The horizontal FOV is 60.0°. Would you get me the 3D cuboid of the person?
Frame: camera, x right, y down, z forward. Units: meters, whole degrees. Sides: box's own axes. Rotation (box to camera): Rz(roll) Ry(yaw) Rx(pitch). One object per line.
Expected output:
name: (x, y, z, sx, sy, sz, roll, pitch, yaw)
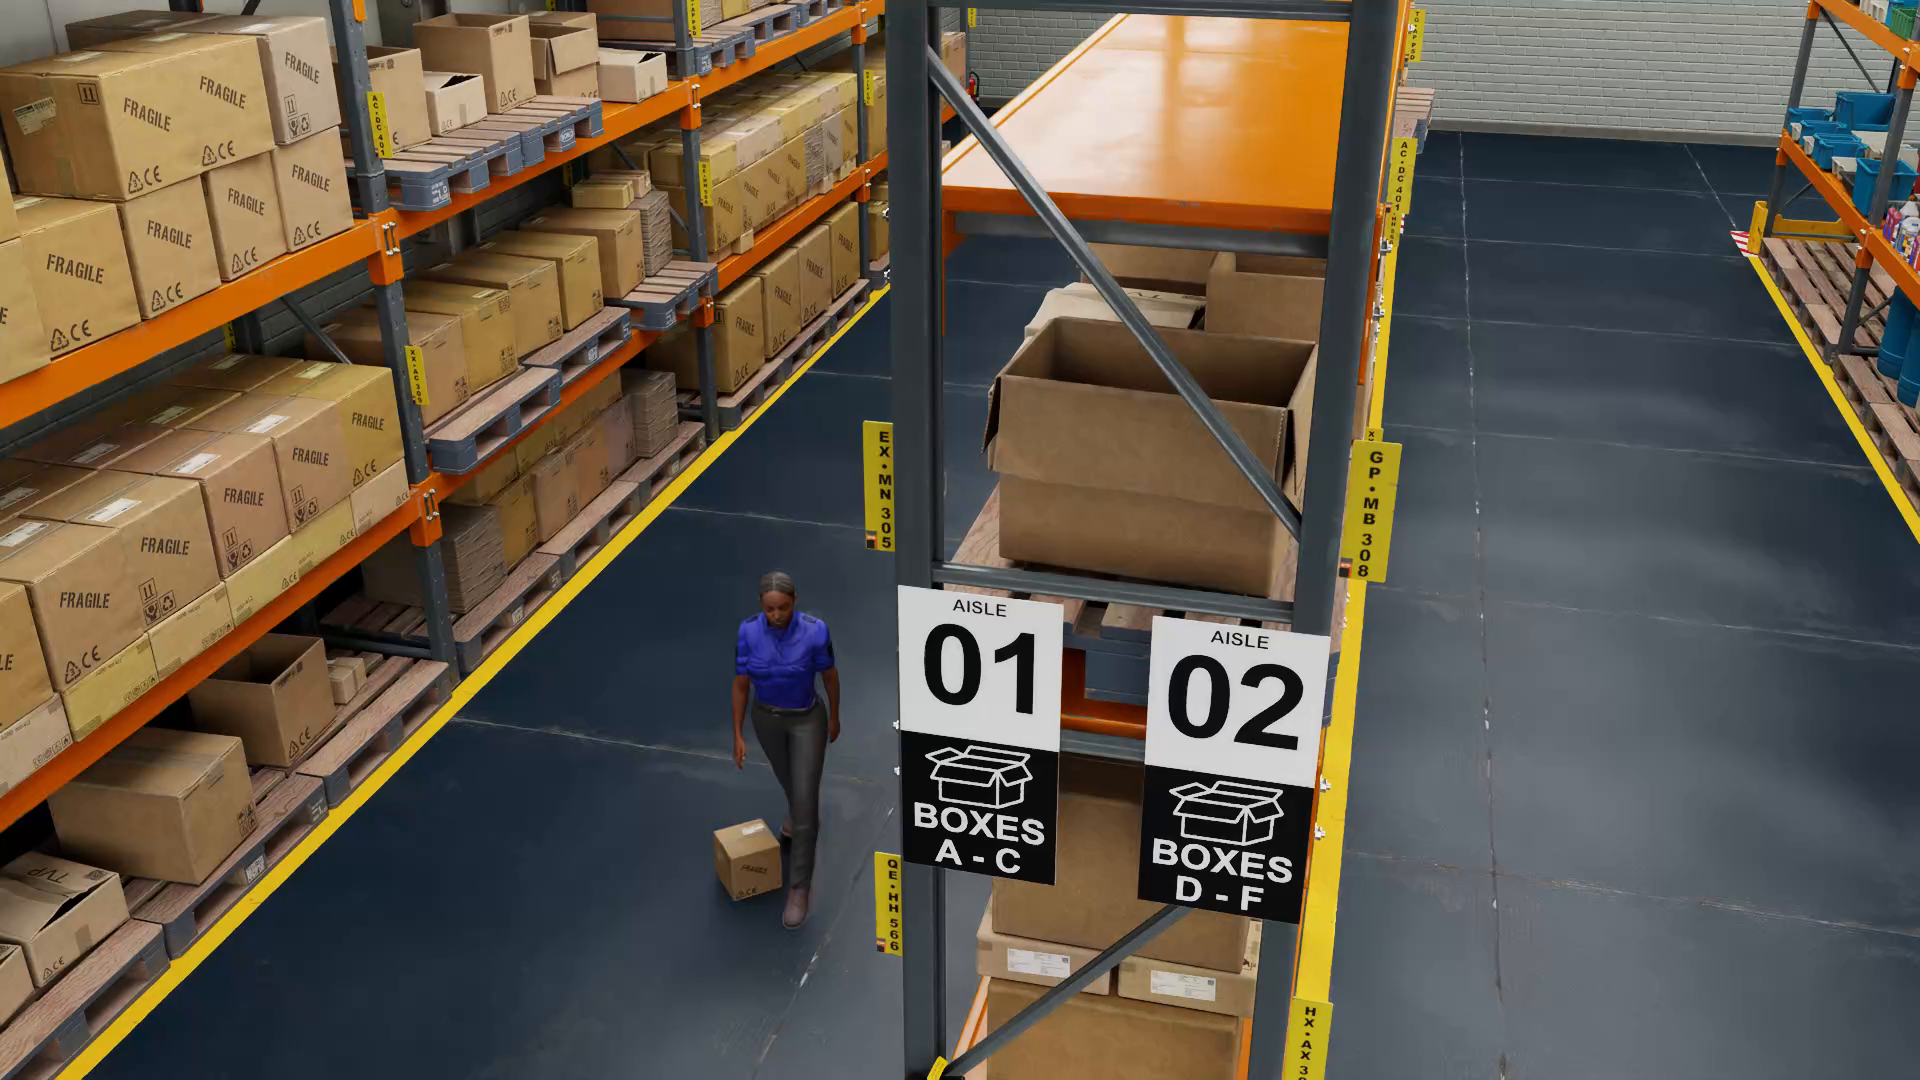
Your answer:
person: (-0.813, 0.877, 7.803, 0.468, 1.652, 0.908, 5, 26, 10)
